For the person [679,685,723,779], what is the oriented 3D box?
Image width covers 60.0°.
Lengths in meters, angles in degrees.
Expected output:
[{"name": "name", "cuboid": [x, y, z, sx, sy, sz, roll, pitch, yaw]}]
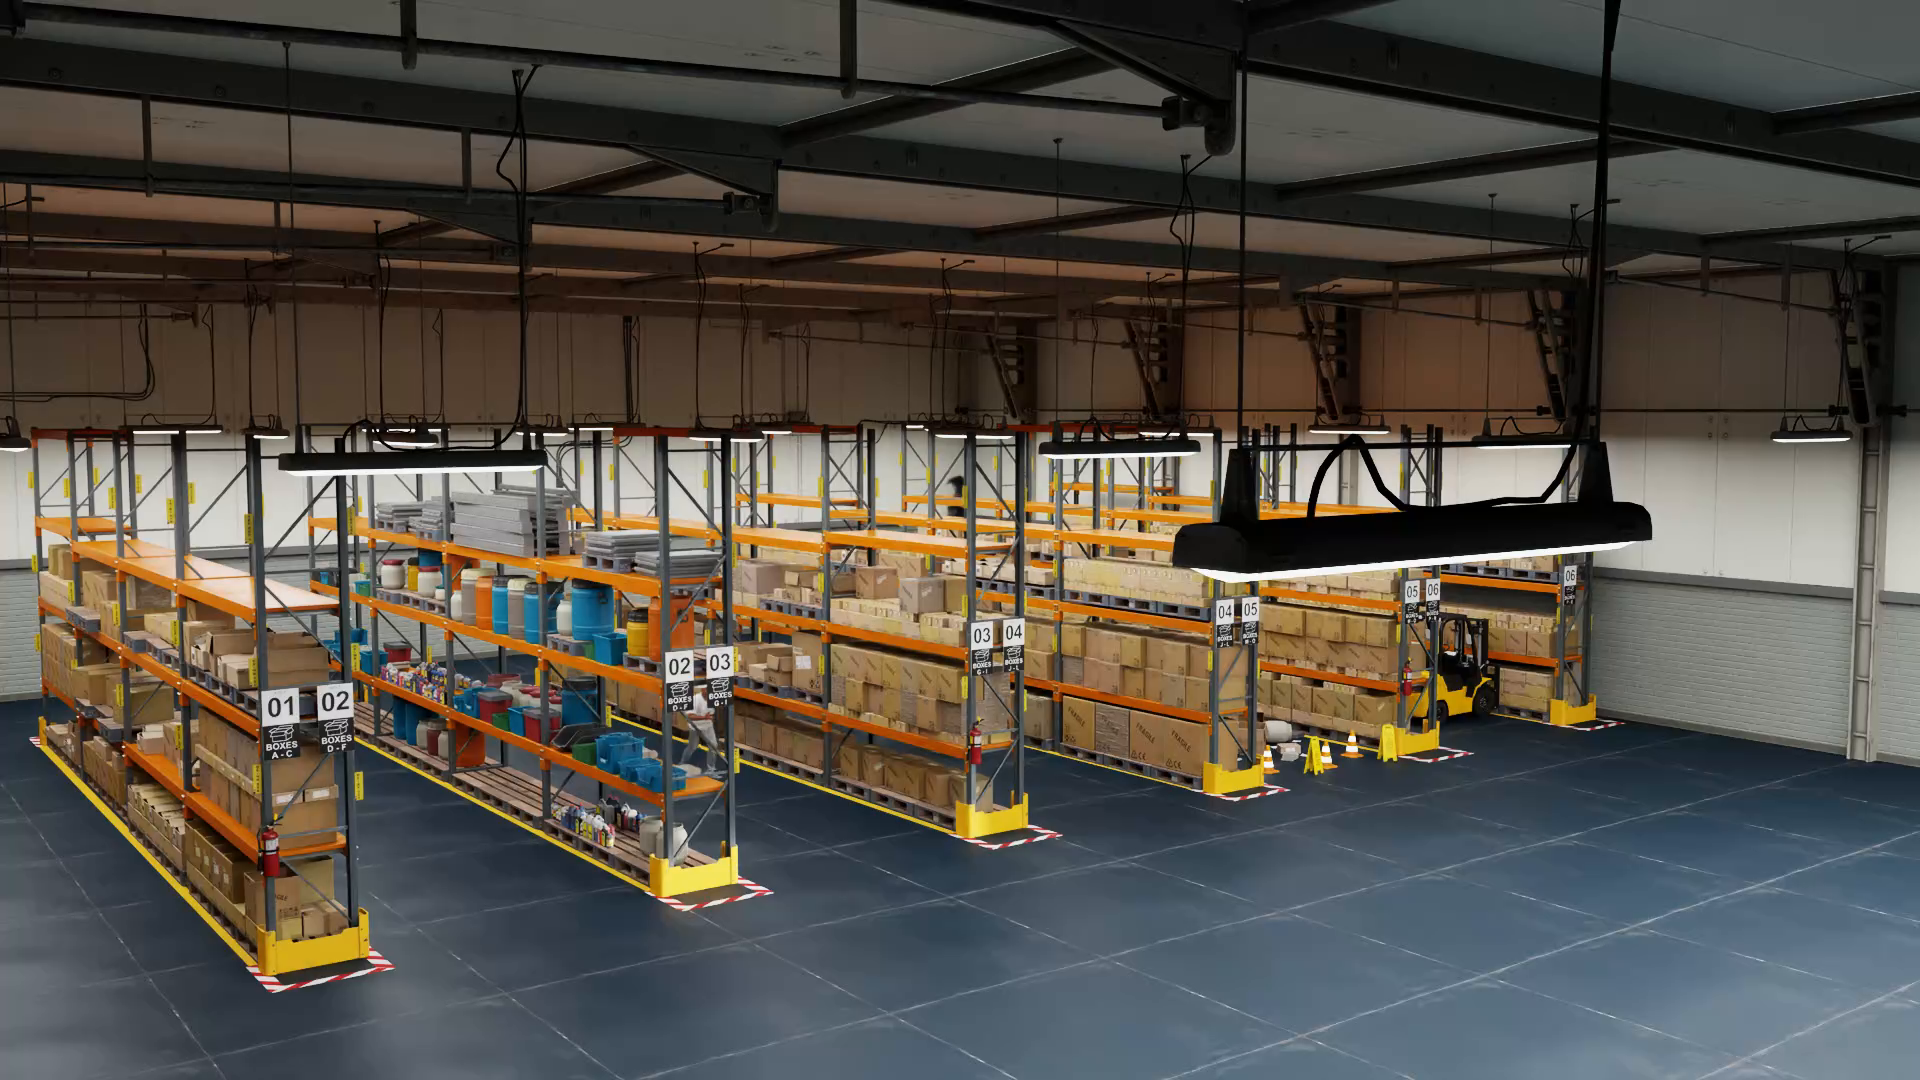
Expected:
[{"name": "person", "cuboid": [-4.453, 3.224, 28.563, 0.982, 1.734, 0.718, 4, 6, 42]}]
